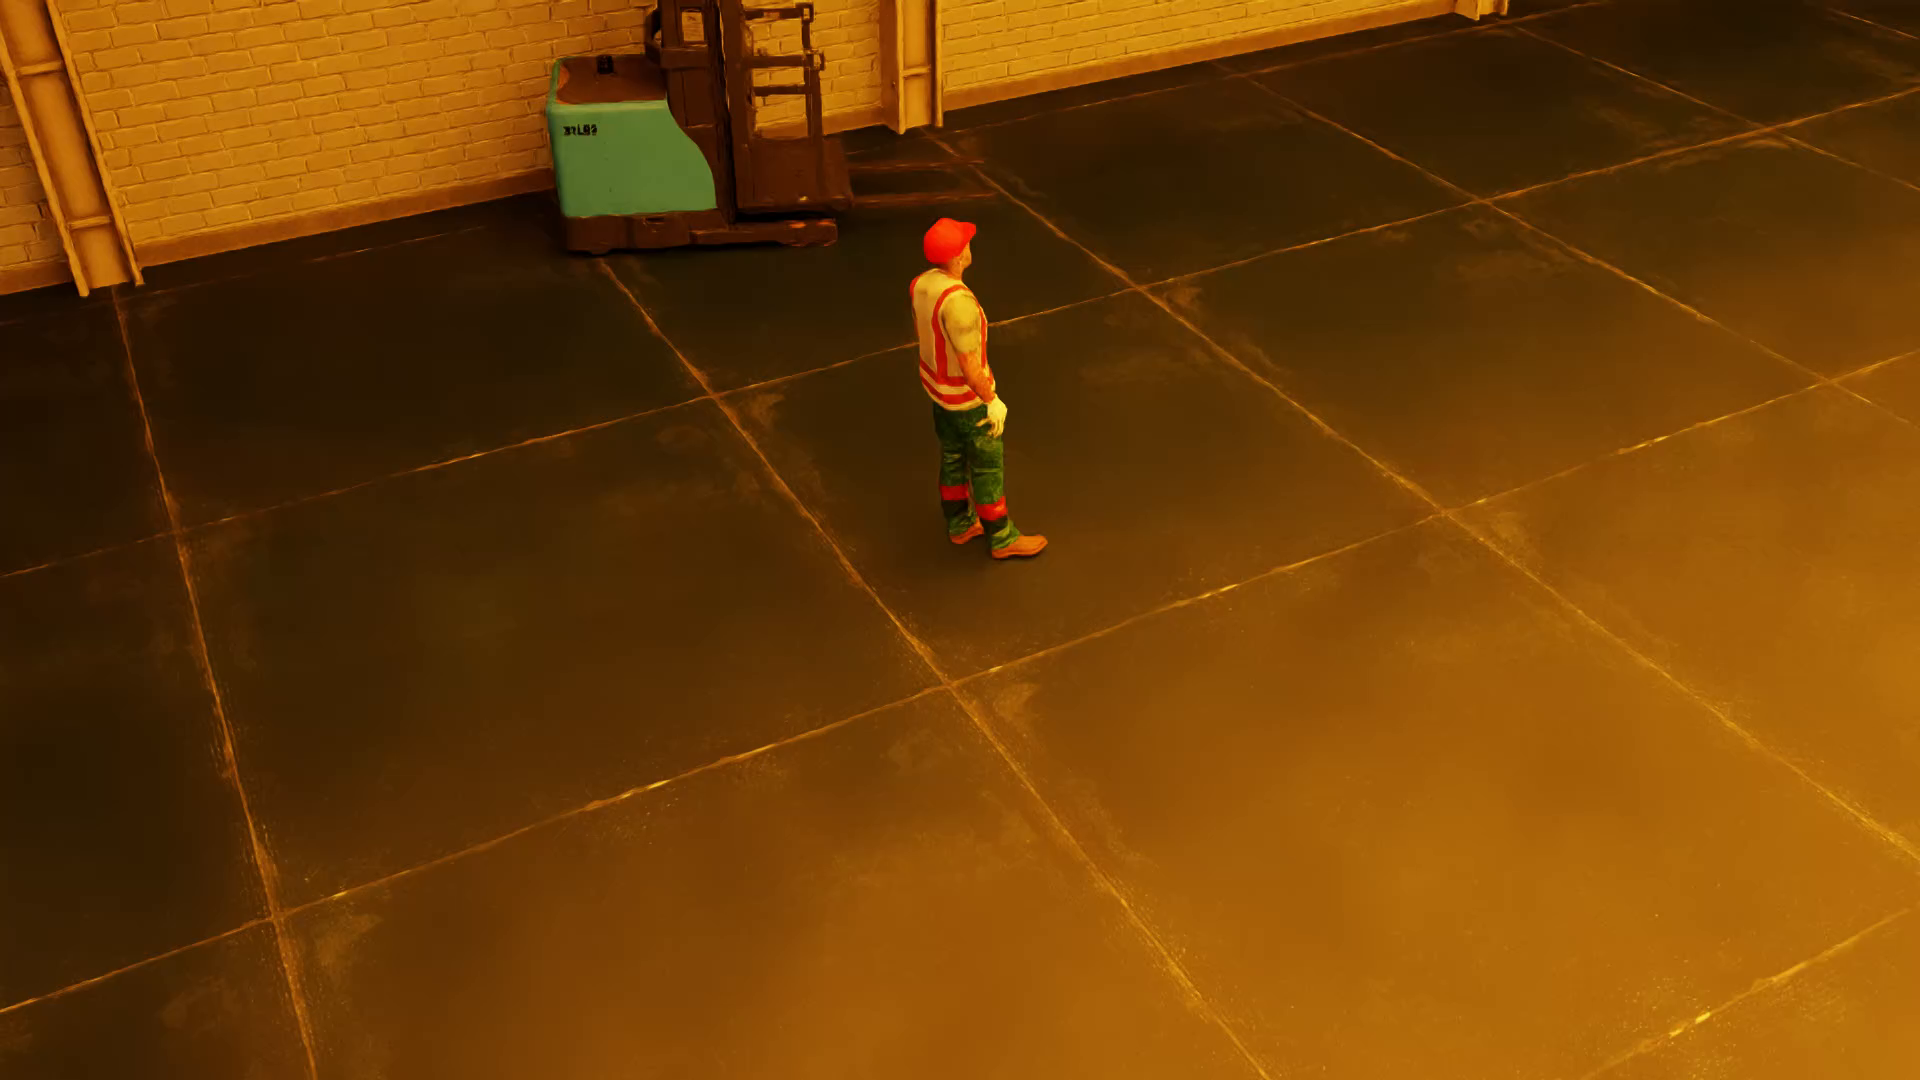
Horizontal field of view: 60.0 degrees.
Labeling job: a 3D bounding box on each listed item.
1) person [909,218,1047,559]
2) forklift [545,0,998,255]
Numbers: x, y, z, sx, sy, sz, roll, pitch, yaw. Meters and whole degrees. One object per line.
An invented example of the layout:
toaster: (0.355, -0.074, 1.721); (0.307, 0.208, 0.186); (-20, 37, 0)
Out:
person: (0.076, -0.753, 8.165); (0.563, 1.787, 0.637); (-17, 39, -23)
forklift: (-1.278, -3.525, 11.110); (3.031, 2.935, 1.130); (-5, 36, -7)
